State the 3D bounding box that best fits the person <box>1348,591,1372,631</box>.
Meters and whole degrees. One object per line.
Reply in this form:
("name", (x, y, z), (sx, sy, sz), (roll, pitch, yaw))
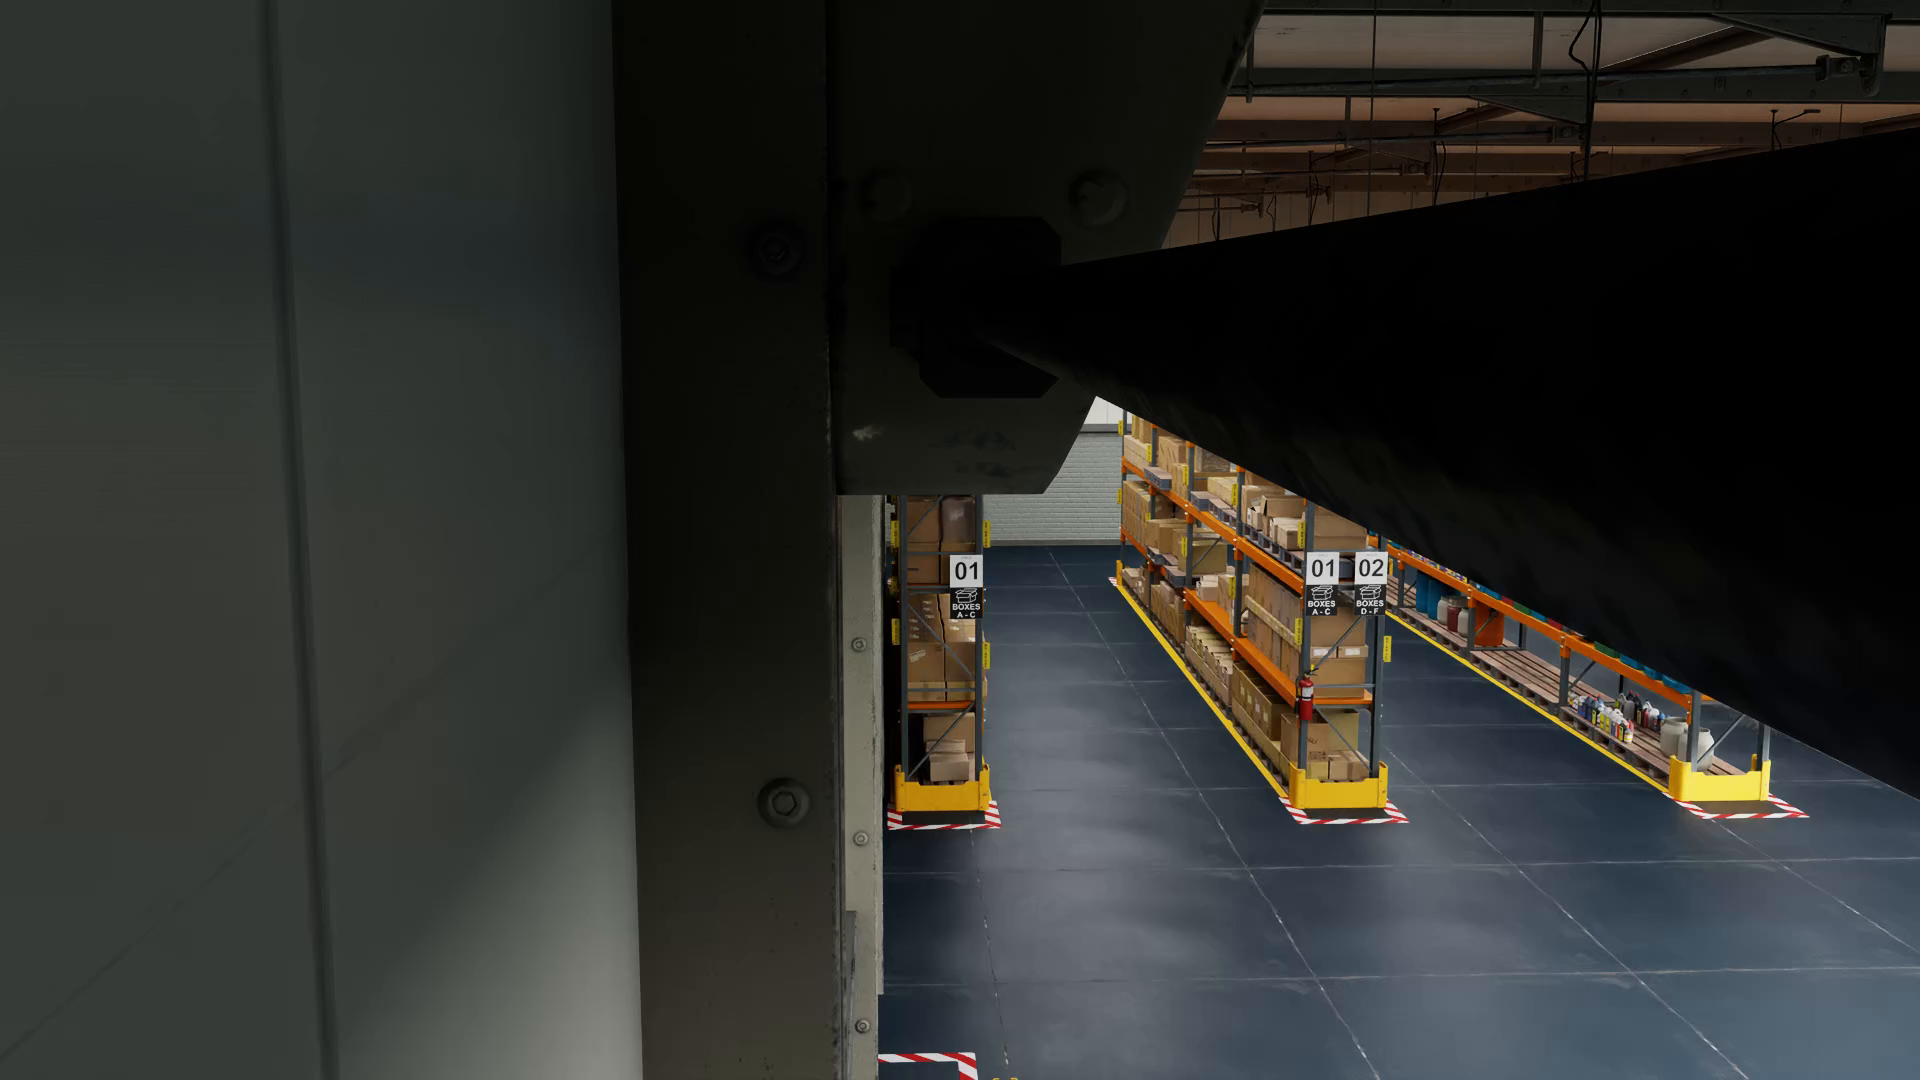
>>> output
("person", (7.456, 0.983, 30.654), (0.693, 1.714, 0.752), (0, 8, -1))
